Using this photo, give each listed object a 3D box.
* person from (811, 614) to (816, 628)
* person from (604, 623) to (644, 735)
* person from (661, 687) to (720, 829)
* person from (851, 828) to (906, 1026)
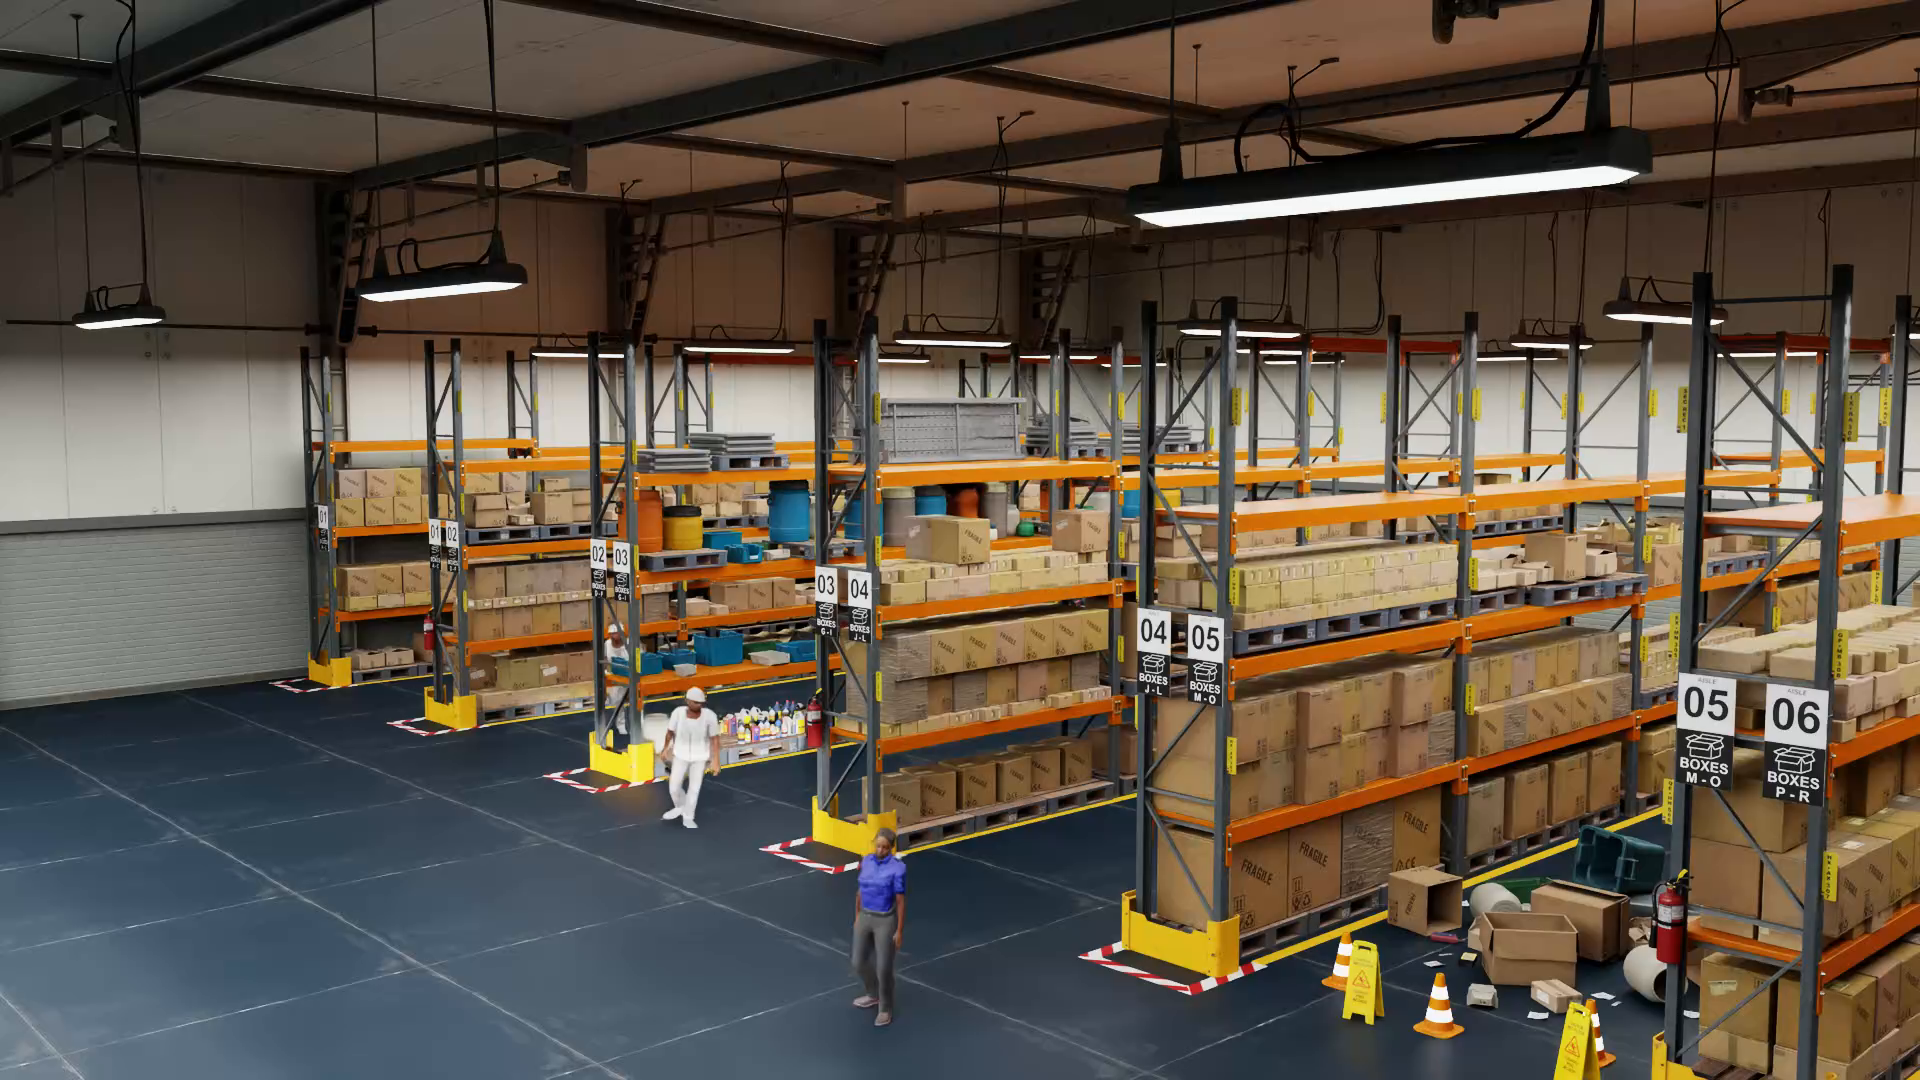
[{"bbox_3d":[-2.696,1.360,33.284,0.693,1.789,0.721,4,7,40],"label":"person"},{"bbox_3d":[-5.113,2.110,25.326,0.695,1.734,0.852,-1,5,-11],"label":"person"},{"bbox_3d":[-3.198,2.576,19.711,0.717,1.732,0.600,0,5,-4],"label":"person"},{"bbox_3d":[-0.672,3.212,13.720,0.585,1.504,0.443,3,6,28],"label":"person"}]
